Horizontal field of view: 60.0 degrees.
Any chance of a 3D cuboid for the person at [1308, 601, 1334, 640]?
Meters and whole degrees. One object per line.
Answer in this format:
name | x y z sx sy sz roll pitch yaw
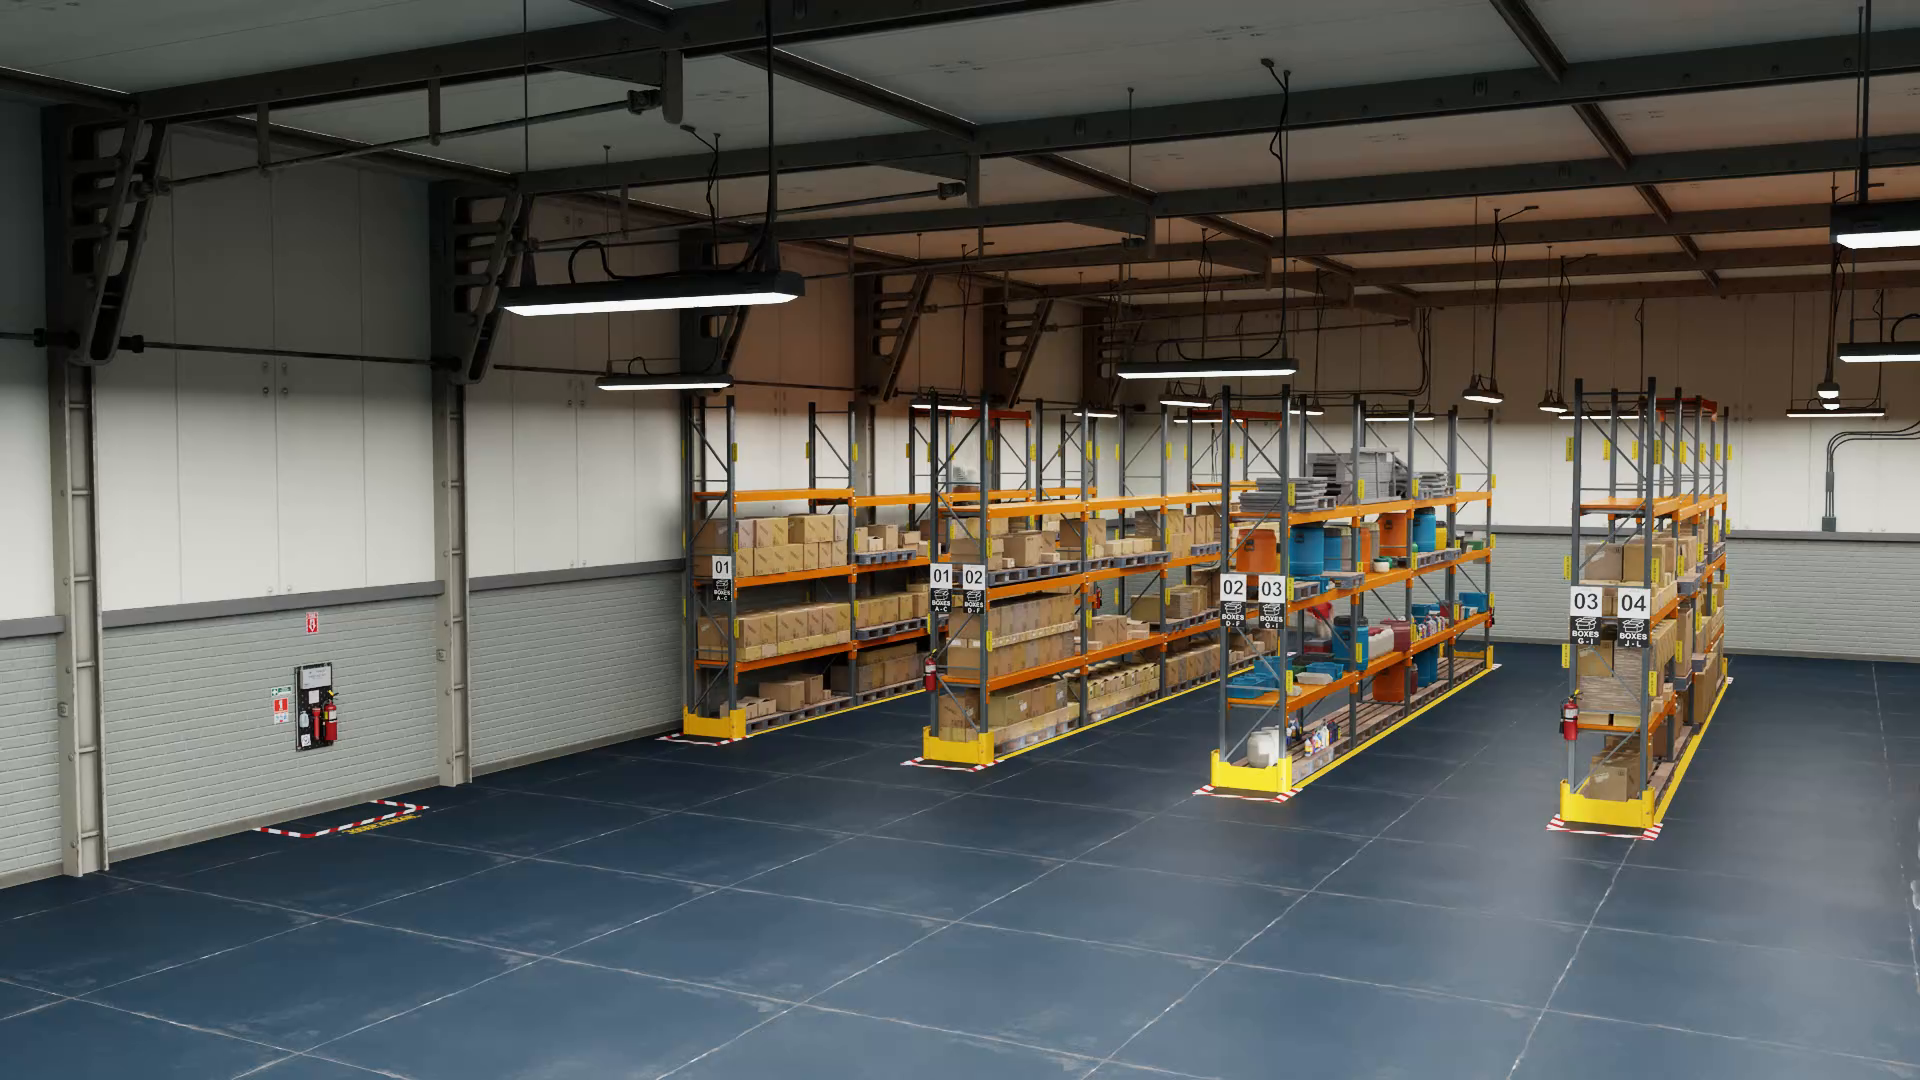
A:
person | 8.797 2.040 40.382 0.683 1.655 0.610 0 3 1
